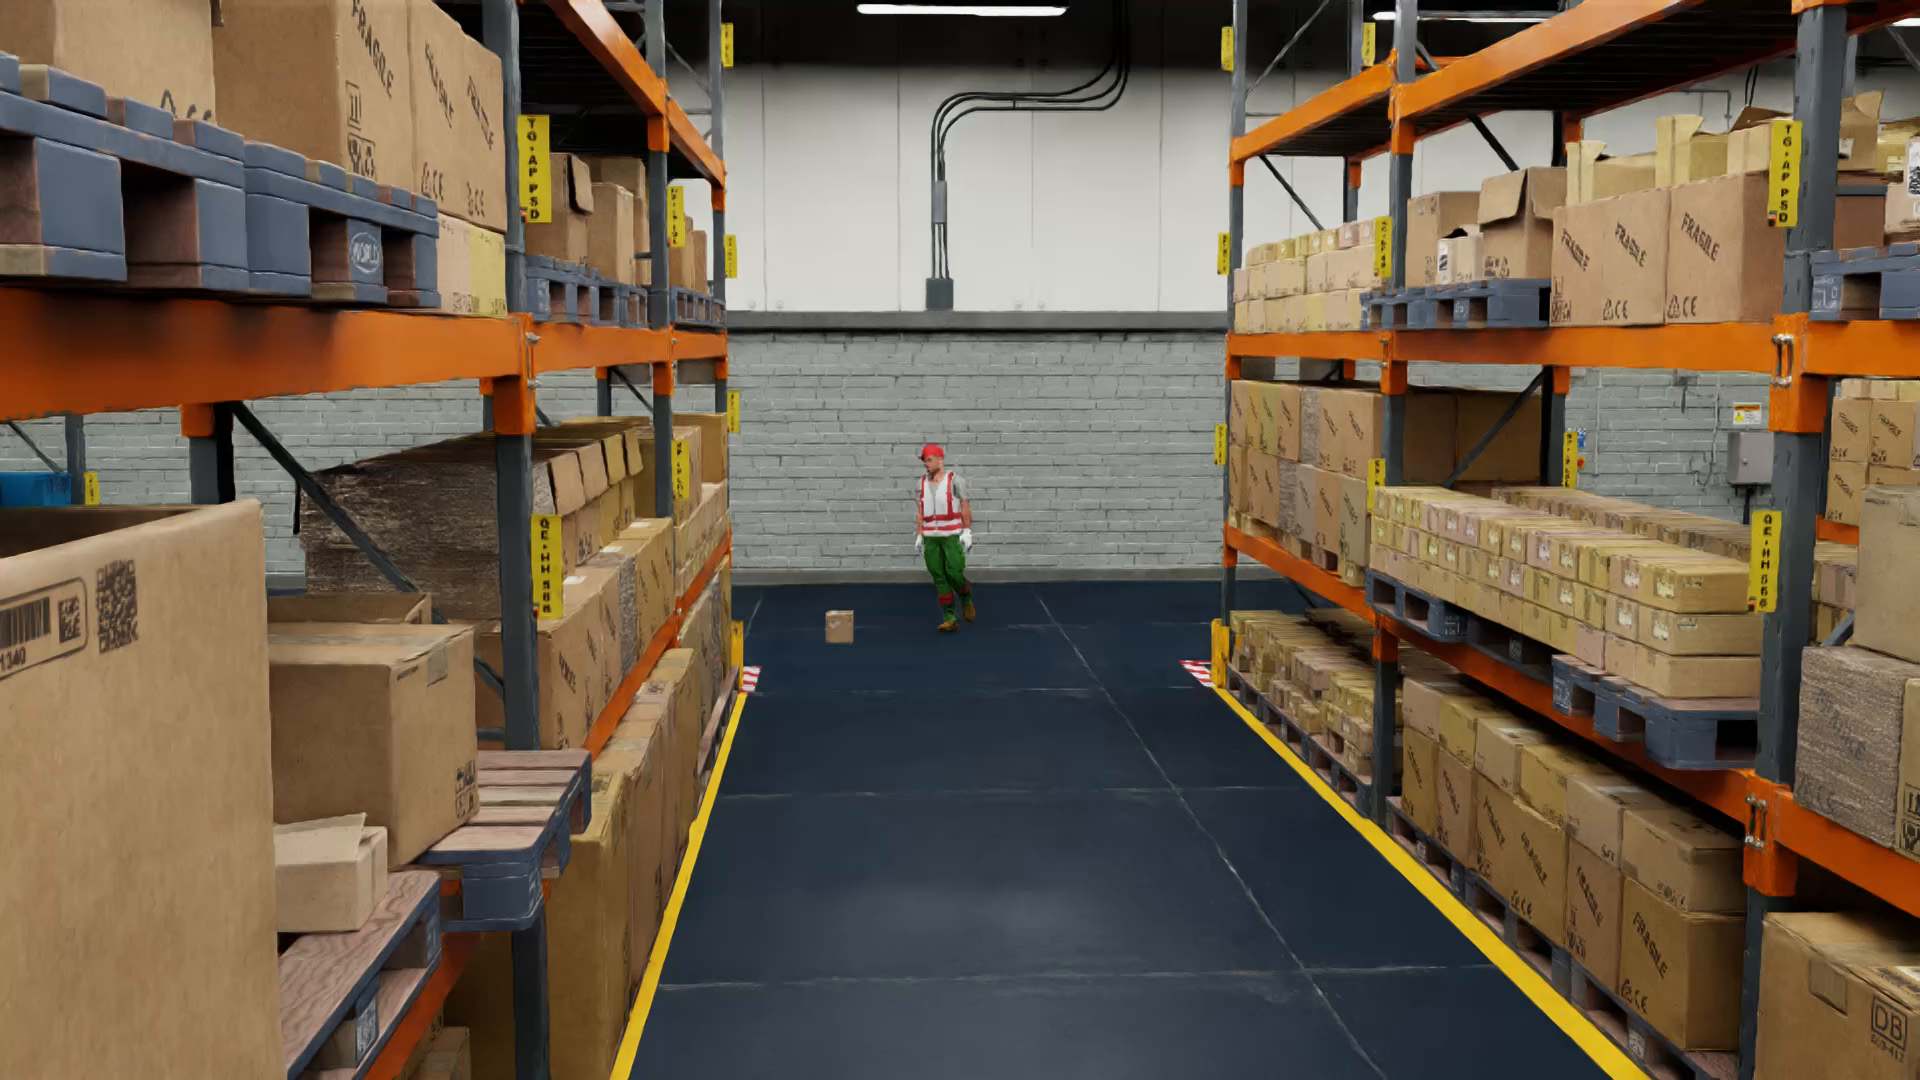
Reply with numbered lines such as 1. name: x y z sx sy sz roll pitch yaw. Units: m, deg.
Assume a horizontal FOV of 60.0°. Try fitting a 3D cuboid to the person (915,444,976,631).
1. person: -0.156 -0.031 15.838 0.592 1.765 0.593 3 7 22
